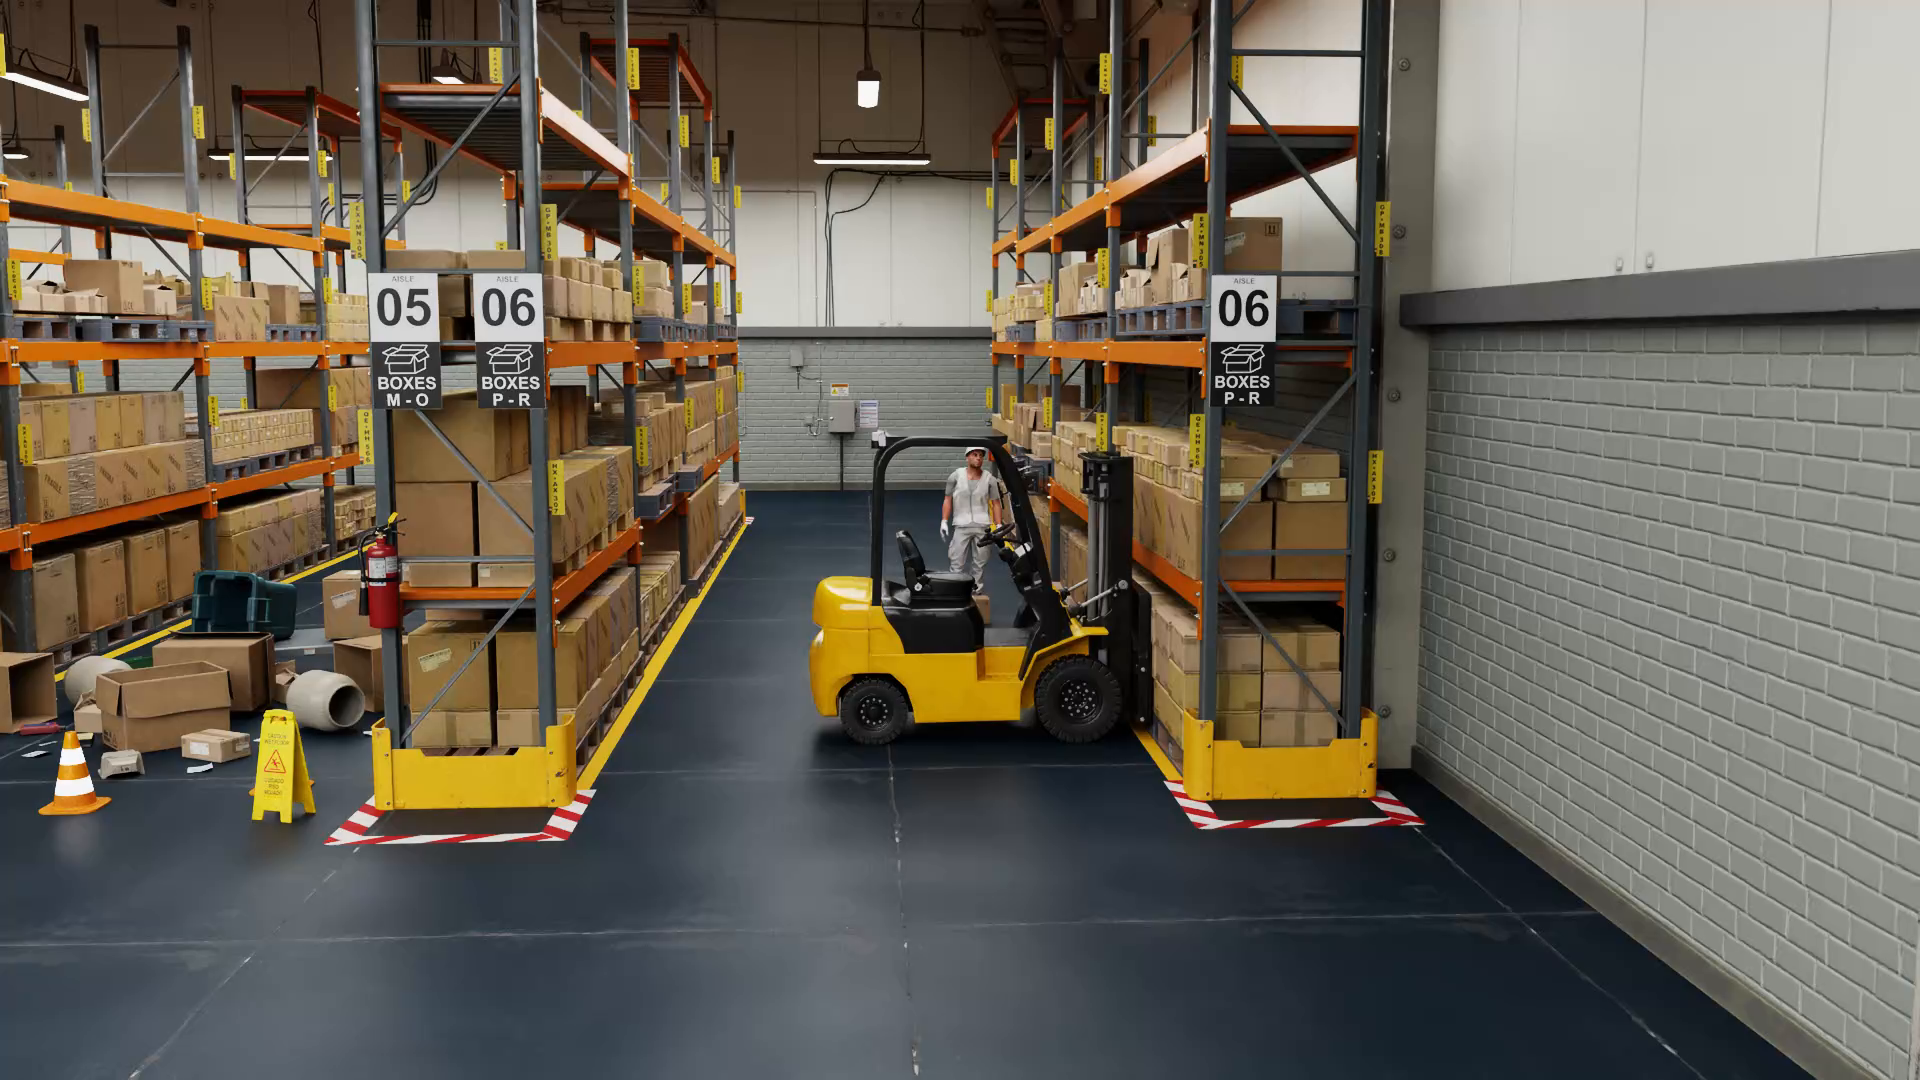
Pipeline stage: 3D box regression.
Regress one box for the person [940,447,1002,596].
[{"bbox_3d":[0.119,-0.092,16.840,0.638,1.787,0.562,0,7,-4],"label":"person"}]
